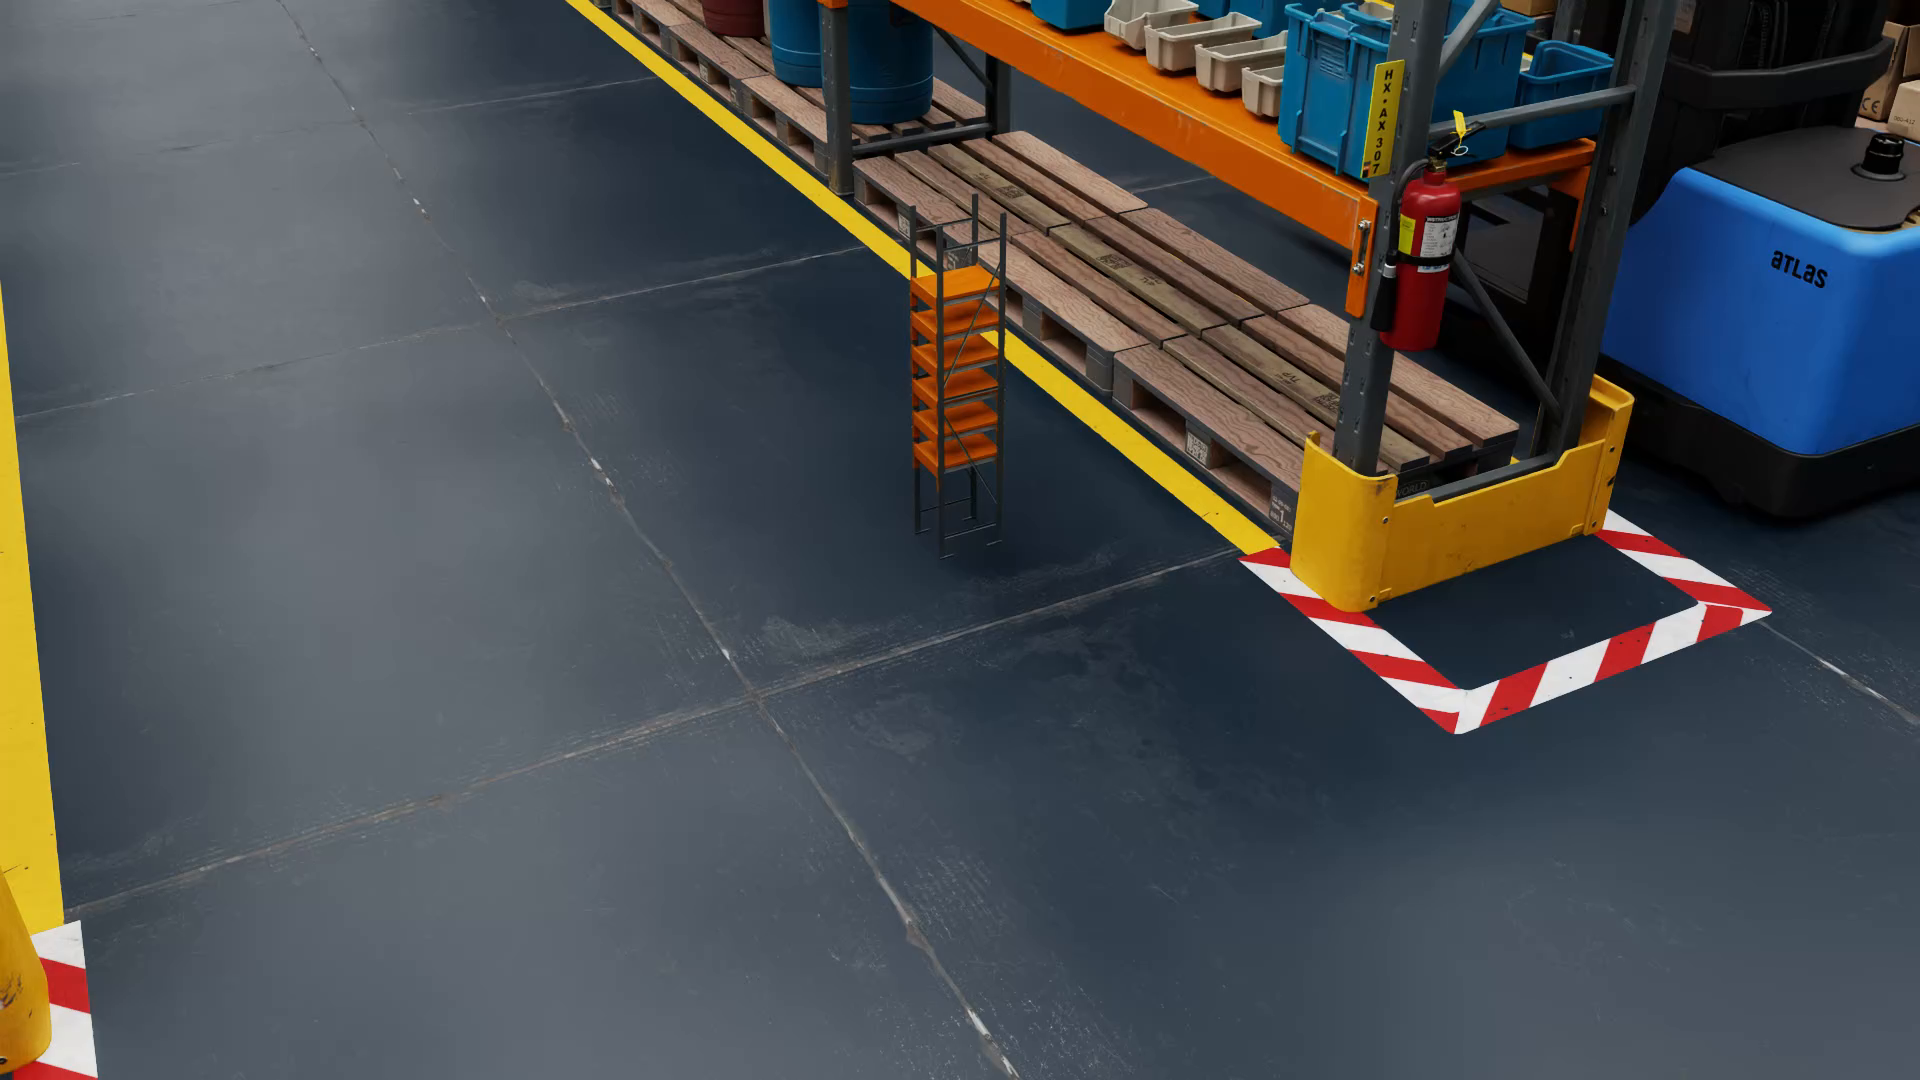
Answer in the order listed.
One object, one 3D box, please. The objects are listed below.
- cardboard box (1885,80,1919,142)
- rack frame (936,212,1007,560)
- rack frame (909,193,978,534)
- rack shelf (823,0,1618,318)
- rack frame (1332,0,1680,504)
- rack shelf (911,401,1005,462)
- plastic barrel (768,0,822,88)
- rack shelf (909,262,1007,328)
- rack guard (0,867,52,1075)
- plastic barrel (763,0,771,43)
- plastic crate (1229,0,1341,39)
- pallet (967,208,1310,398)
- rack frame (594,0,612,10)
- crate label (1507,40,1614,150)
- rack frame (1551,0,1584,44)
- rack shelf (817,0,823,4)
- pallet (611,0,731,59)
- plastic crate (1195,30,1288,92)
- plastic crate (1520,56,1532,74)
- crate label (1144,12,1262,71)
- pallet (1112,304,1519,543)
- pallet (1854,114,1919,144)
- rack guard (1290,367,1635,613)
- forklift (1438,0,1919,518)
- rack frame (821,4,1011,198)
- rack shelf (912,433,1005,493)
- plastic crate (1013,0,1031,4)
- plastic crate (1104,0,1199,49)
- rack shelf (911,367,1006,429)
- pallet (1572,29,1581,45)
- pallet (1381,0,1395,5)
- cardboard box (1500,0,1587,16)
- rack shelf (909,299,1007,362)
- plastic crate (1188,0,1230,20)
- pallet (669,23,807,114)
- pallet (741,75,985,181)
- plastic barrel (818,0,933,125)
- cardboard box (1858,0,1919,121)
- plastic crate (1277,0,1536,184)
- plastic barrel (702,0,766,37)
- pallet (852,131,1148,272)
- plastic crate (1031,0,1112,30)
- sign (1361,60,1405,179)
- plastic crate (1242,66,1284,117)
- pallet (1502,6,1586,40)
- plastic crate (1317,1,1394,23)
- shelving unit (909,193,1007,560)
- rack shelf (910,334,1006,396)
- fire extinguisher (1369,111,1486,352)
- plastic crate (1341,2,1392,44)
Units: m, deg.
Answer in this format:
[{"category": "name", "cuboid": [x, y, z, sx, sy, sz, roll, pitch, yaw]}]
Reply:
[{"category": "cardboard box", "cuboid": [5.157, -2.182, 8.516, 0.500, 0.250, 0.500, -16, 36, -23]}, {"category": "rack frame", "cuboid": [0.036, -0.468, 5.369, 0.240, 1.200, 0.006, -16, 36, -23]}, {"category": "rack frame", "cuboid": [-0.049, -0.556, 5.505, 0.240, 1.200, 0.006, -16, 36, -23]}, {"category": "rack shelf", "cuboid": [0.729, -1.903, 6.607, 1.077, 0.370, 4.000, -16, 36, -23]}, {"category": "rack frame", "cuboid": [1.661, -1.252, 4.923, 1.000, 3.000, 0.127, -16, 36, -23]}, {"category": "rack shelf", "cuboid": [-0.007, -0.374, 5.526, 0.258, 0.103, 0.180, -16, 36, -23]}, {"category": "plastic barrel", "cuboid": [-0.773, -3.056, 9.295, 0.600, 0.901, 0.708, -16, 36, -23]}, {"category": "rack shelf", "cuboid": [-0.007, -0.778, 5.267, 0.258, 0.103, 0.180, -16, 36, -23]}, {"category": "rack guard", "cuboid": [-2.709, 1.058, 3.635, 1.175, 0.500, 0.348, -16, 36, -23]}, {"category": "plastic barrel", "cuboid": [-0.957, -3.184, 9.856, 0.421, 0.512, 0.421, 0, 33, 0]}, {"category": "plastic crate", "cuboid": [1.223, -2.036, 6.246, 0.416, 0.233, 0.300, -16, 36, -23]}, {"category": "pallet", "cuboid": [0.746, -1.062, 7.213, 1.003, 0.211, 1.213, -16, 36, -23]}, {"category": "rack frame", "cuboid": [-2.069, -5.070, 10.882, 1.000, 3.000, 0.127, -16, 36, -23]}, {"category": "crate label", "cuboid": [1.837, -1.407, 5.265, 0.416, 0.233, 0.303, -16, 36, -23]}, {"category": "rack frame", "cuboid": [4.180, -4.405, 9.845, 1.000, 3.000, 0.127, -16, 36, -23]}, {"category": "rack shelf", "cuboid": [-1.136, -3.812, 9.587, 1.077, 0.370, 4.000, -16, 36, -23]}, {"category": "pallet", "cuboid": [-1.664, -3.530, 11.064, 1.003, 0.211, 1.213, -16, 36, -23]}, {"category": "plastic crate", "cuboid": [0.998, -1.652, 5.736, 0.396, 0.136, 0.243, -16, 36, -23]}, {"category": "plastic crate", "cuboid": [1.761, -1.541, 5.563, 0.250, 0.136, 0.298, -16, 36, -23]}, {"category": "crate label", "cuboid": [0.847, -1.778, 5.934, 0.396, 0.136, 0.243, -16, 36, -23]}, {"category": "pallet", "cuboid": [1.311, -0.481, 6.305, 1.003, 0.211, 1.213, -16, 36, -23]}, {"category": "pallet", "cuboid": [5.072, -2.320, 9.175, 1.003, 0.211, 1.213, -16, 36, -23]}, {"category": "rack guard", "cuboid": [1.684, -0.191, 5.585, 1.175, 0.500, 0.348, -16, 36, -23]}, {"category": "forklift", "cuboid": [2.612, -2.086, 6.289, 1.130, 2.935, 3.031, -15, 36, -22]}, {"category": "rack frame", "cuboid": [-0.204, -3.161, 7.903, 1.000, 3.000, 0.127, -16, 36, -23]}, {"category": "rack shelf", "cuboid": [-0.007, -0.273, 5.591, 0.258, 0.103, 0.180, -16, 36, -23]}, {"category": "plastic crate", "cuboid": [0.345, -2.361, 6.709, 0.437, 0.282, 0.530, -16, 36, -23]}, {"category": "plastic crate", "cuboid": [0.692, -1.915, 6.147, 0.298, 0.136, 0.250, -16, 36, -23]}, {"category": "rack shelf", "cuboid": [-0.007, -0.475, 5.461, 0.258, 0.103, 0.180, -16, 36, -23]}, {"category": "pallet", "cuboid": [4.499, -2.903, 10.085, 1.003, 0.211, 1.213, -16, 36, -23]}, {"category": "pallet", "cuboid": [3.194, -4.192, 12.098, 1.003, 0.211, 1.213, -16, 36, -23]}, {"category": "cardboard box", "cuboid": [3.696, -3.701, 10.655, 0.500, 0.500, 0.500, -16, 36, -23]}, {"category": "rack shelf", "cuboid": [-0.007, -0.677, 5.332, 0.258, 0.103, 0.180, -16, 36, -23]}, {"category": "plastic crate", "cuboid": [1.083, -2.179, 6.470, 0.416, 0.233, 0.300, -16, 36, -23]}, {"category": "pallet", "cuboid": [-1.100, -2.948, 10.156, 1.003, 0.211, 1.213, -16, 36, -23]}, {"category": "pallet", "cuboid": [-0.527, -2.365, 9.246, 1.003, 0.211, 1.213, -16, 36, -23]}, {"category": "plastic barrel", "cuboid": [-0.442, -2.718, 8.768, 0.600, 0.901, 0.708, -16, 36, -23]}, {"category": "cardboard box", "cuboid": [5.060, -2.644, 9.002, 0.797, 0.503, 0.637, -16, 36, -23]}, {"category": "plastic crate", "cuboid": [1.340, -1.405, 5.074, 0.616, 0.435, 0.499, -16, 36, -23]}, {"category": "plastic barrel", "cuboid": [-1.299, -3.463, 10.221, 0.600, 0.588, 0.708, -16, 36, -23]}, {"category": "pallet", "cuboid": [0.173, -1.645, 8.123, 1.003, 0.211, 1.213, -16, 36, -23]}, {"category": "plastic crate", "cuboid": [0.477, -2.122, 6.381, 0.416, 0.233, 0.300, -16, 36, -23]}, {"category": "sign", "cuboid": [1.182, -1.174, 4.651, 0.100, 0.325, 0.005, -16, 36, -23]}, {"category": "plastic crate", "cuboid": [1.121, -1.510, 5.515, 0.396, 0.136, 0.243, -16, 36, -23]}, {"category": "pallet", "cuboid": [3.767, -3.609, 11.188, 1.003, 0.211, 1.213, -16, 36, -23]}, {"category": "plastic crate", "cuboid": [1.445, -1.864, 6.068, 0.250, 0.136, 0.298, -16, 36, -23]}, {"category": "shelving unit", "cuboid": [-0.007, -0.512, 5.437, 0.258, 1.200, 0.189, -16, 36, -23]}, {"category": "rack shelf", "cuboid": [-0.007, -0.576, 5.396, 0.258, 0.103, 0.180, -16, 36, -23]}, {"category": "fire extinguisher", "cuboid": [1.329, -0.876, 4.754, 0.296, 0.674, 0.183, -16, 36, -23]}, {"category": "plastic crate", "cuboid": [1.530, -1.721, 5.756, 0.416, 0.233, 0.300, -16, 36, -23]}]
